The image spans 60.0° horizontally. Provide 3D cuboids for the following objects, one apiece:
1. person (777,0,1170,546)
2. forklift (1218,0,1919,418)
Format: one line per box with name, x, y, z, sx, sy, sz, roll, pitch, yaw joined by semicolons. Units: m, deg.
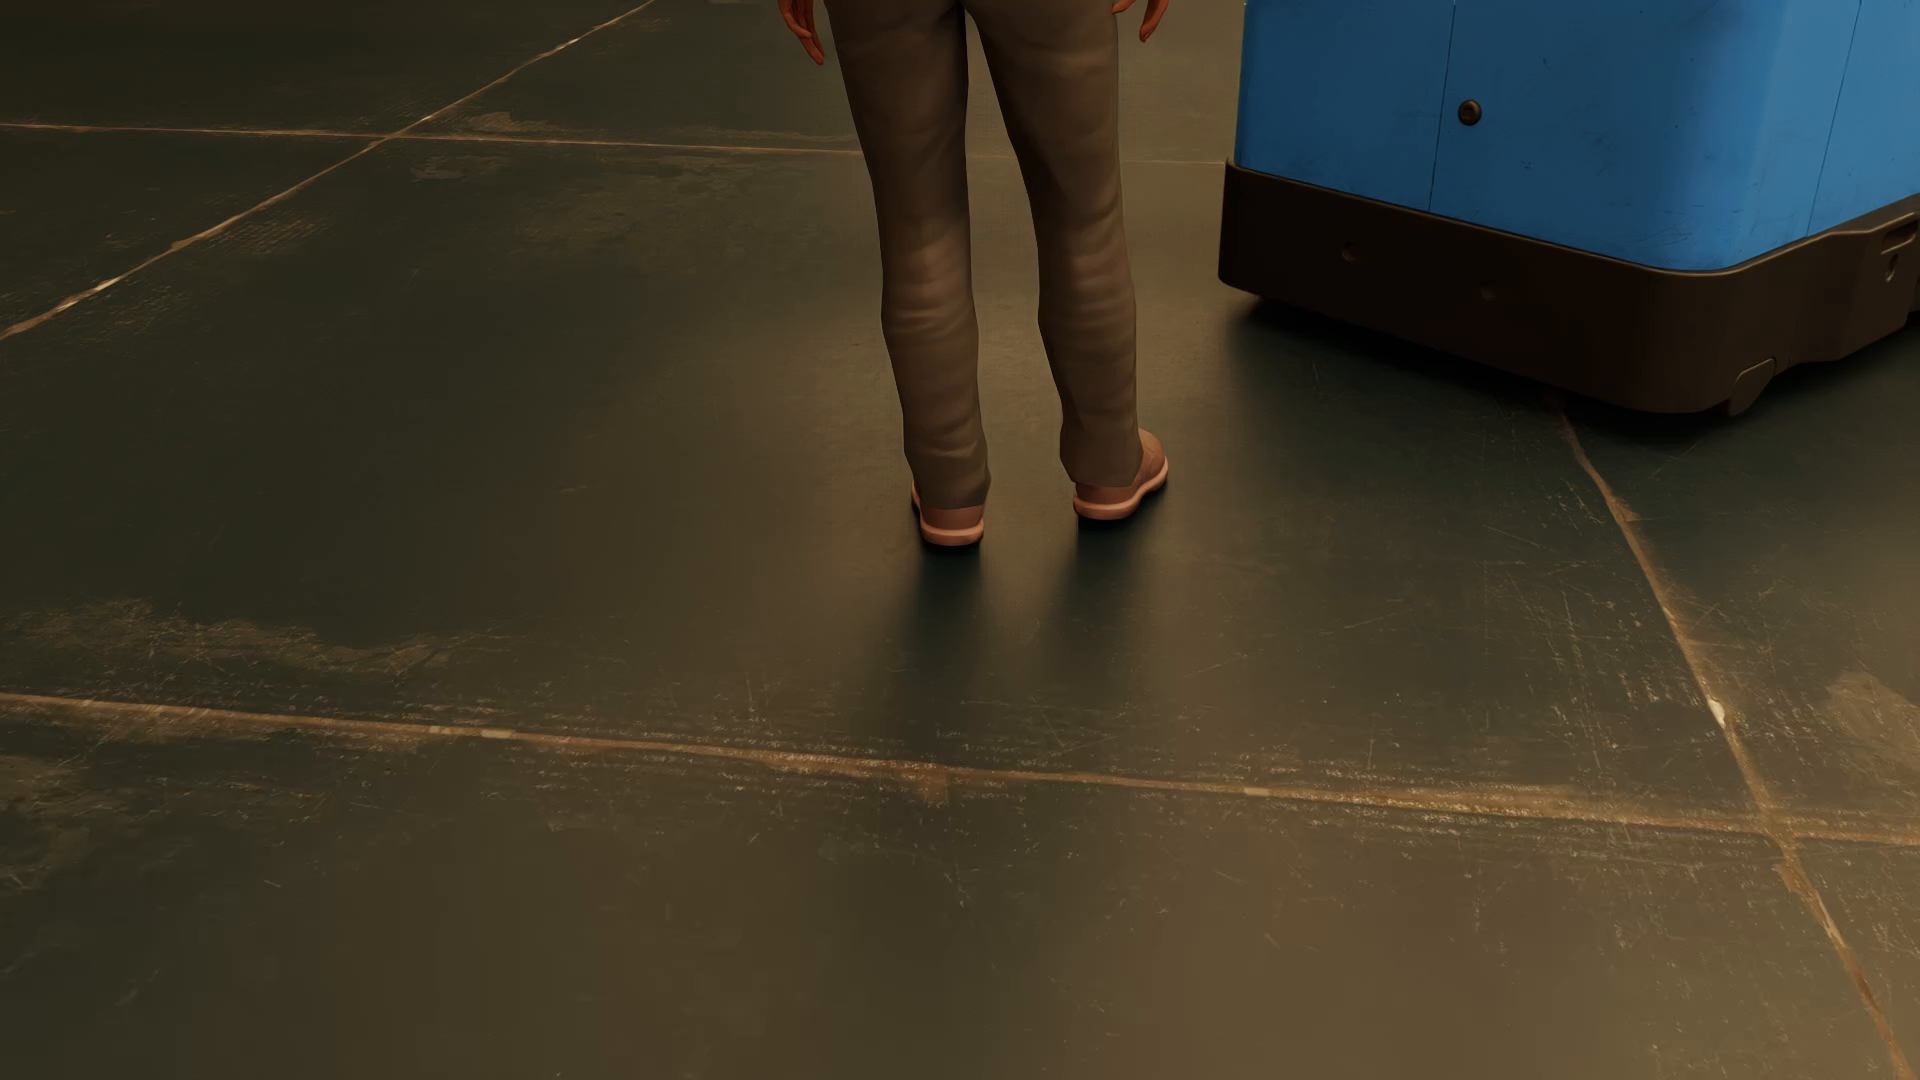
person;0.032;-0.785;2.203;0.569;1.655;0.504;3;27;7
forklift;1.978;-2.053;3.333;3.031;2.935;1.130;-21;33;-36
